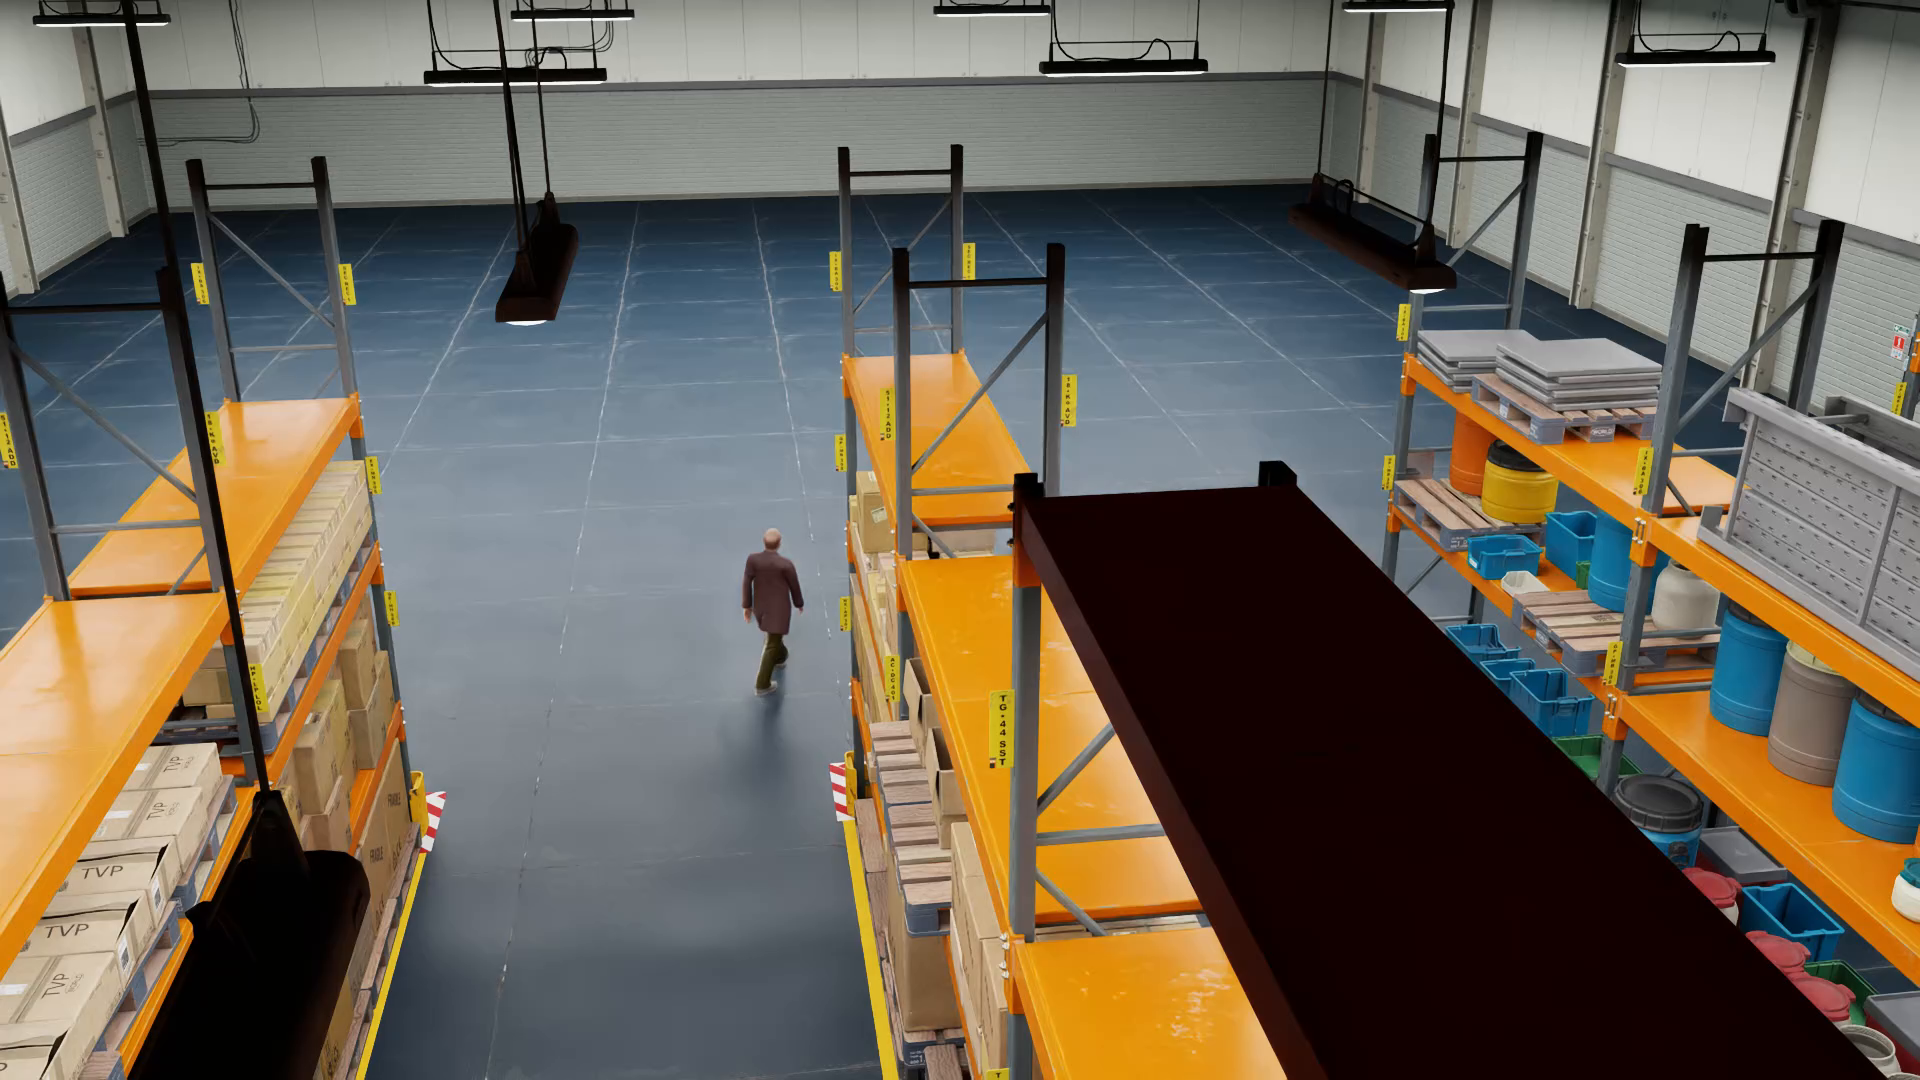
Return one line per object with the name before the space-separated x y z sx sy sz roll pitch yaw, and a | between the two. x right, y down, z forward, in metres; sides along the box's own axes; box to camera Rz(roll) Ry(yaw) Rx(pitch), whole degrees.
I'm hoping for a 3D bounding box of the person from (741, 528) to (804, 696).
person | -1.934 0.731 17.516 0.607 1.627 1.067 10 24 24
